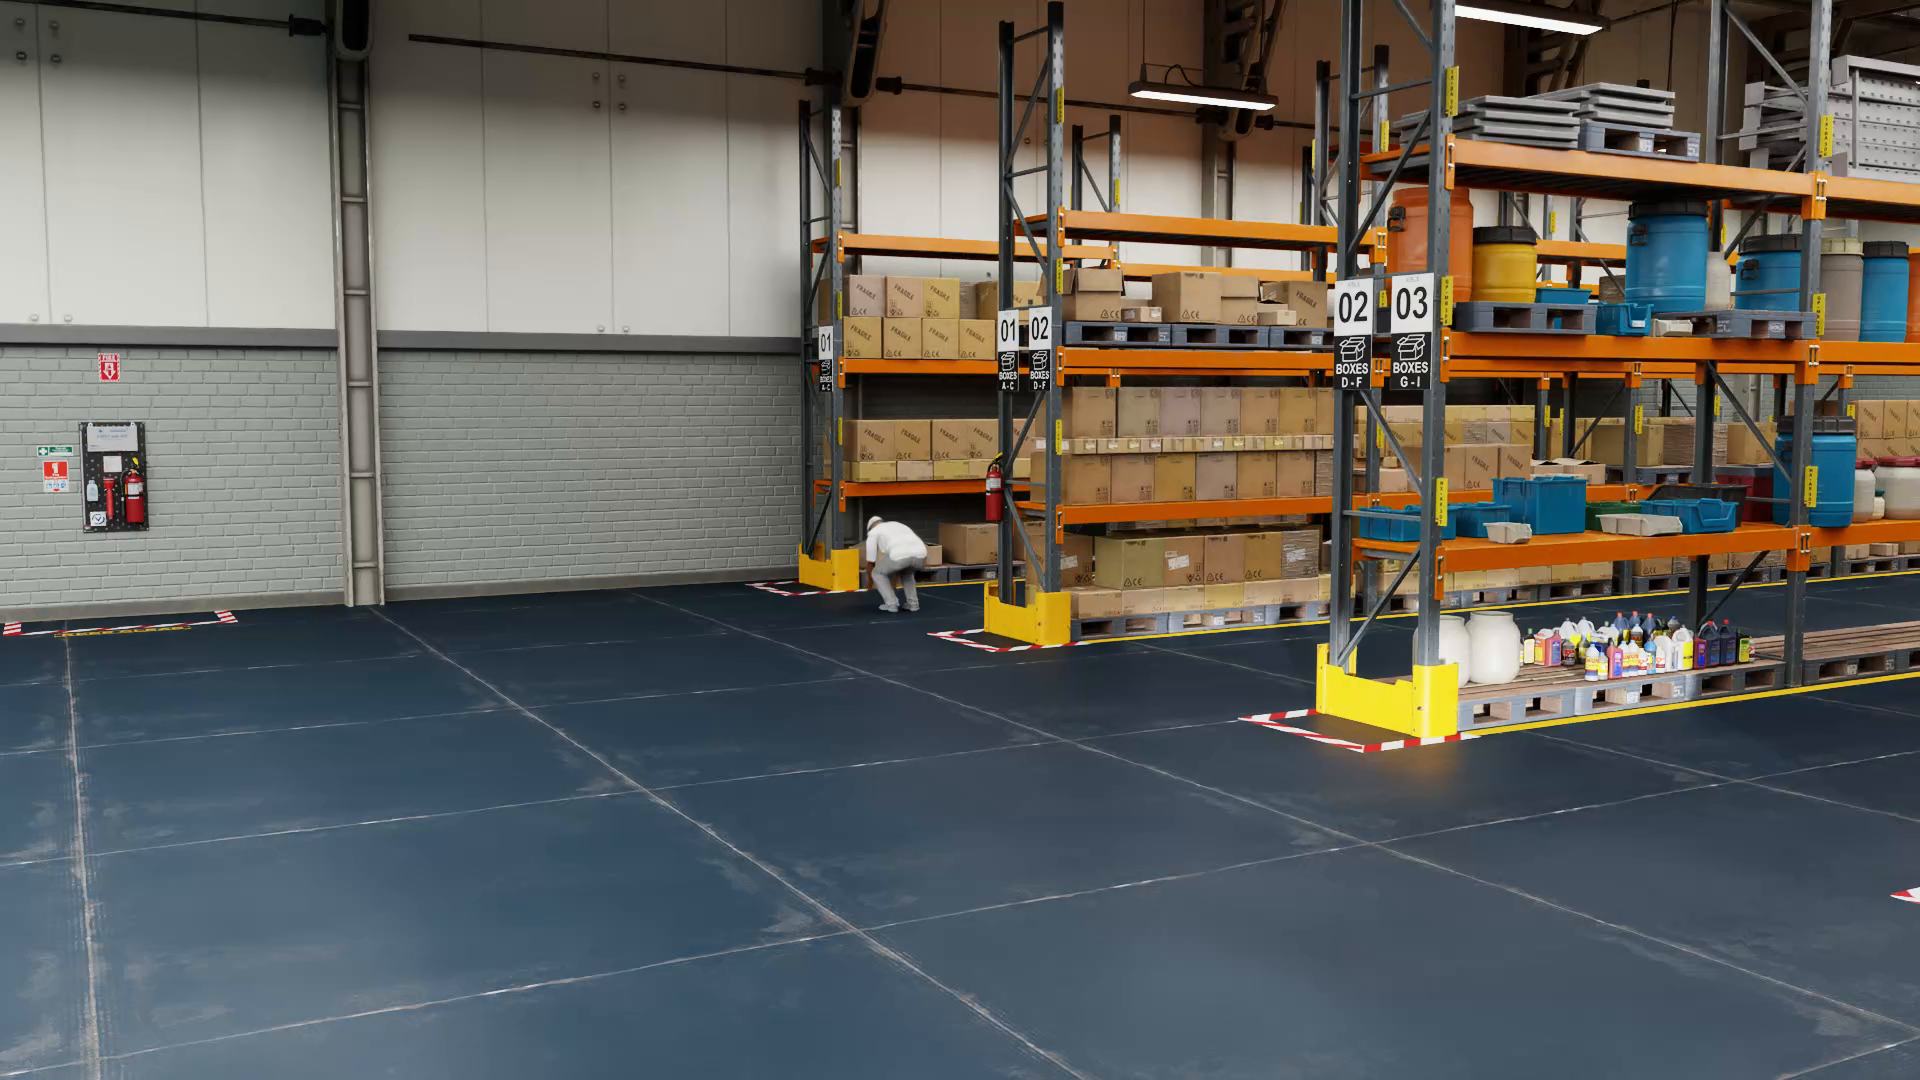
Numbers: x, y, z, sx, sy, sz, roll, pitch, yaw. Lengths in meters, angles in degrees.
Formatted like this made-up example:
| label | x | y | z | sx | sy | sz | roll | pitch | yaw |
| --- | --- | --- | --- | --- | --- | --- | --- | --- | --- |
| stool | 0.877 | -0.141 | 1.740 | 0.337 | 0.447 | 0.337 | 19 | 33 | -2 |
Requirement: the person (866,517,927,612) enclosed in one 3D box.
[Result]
| label | x | y | z | sx | sy | sz | roll | pitch | yaw |
| --- | --- | --- | --- | --- | --- | --- | --- | --- | --- |
| person | -0.750 | 0.267 | 18.440 | 0.527 | 1.009 | 0.940 | -3 | 6 | -31 |
